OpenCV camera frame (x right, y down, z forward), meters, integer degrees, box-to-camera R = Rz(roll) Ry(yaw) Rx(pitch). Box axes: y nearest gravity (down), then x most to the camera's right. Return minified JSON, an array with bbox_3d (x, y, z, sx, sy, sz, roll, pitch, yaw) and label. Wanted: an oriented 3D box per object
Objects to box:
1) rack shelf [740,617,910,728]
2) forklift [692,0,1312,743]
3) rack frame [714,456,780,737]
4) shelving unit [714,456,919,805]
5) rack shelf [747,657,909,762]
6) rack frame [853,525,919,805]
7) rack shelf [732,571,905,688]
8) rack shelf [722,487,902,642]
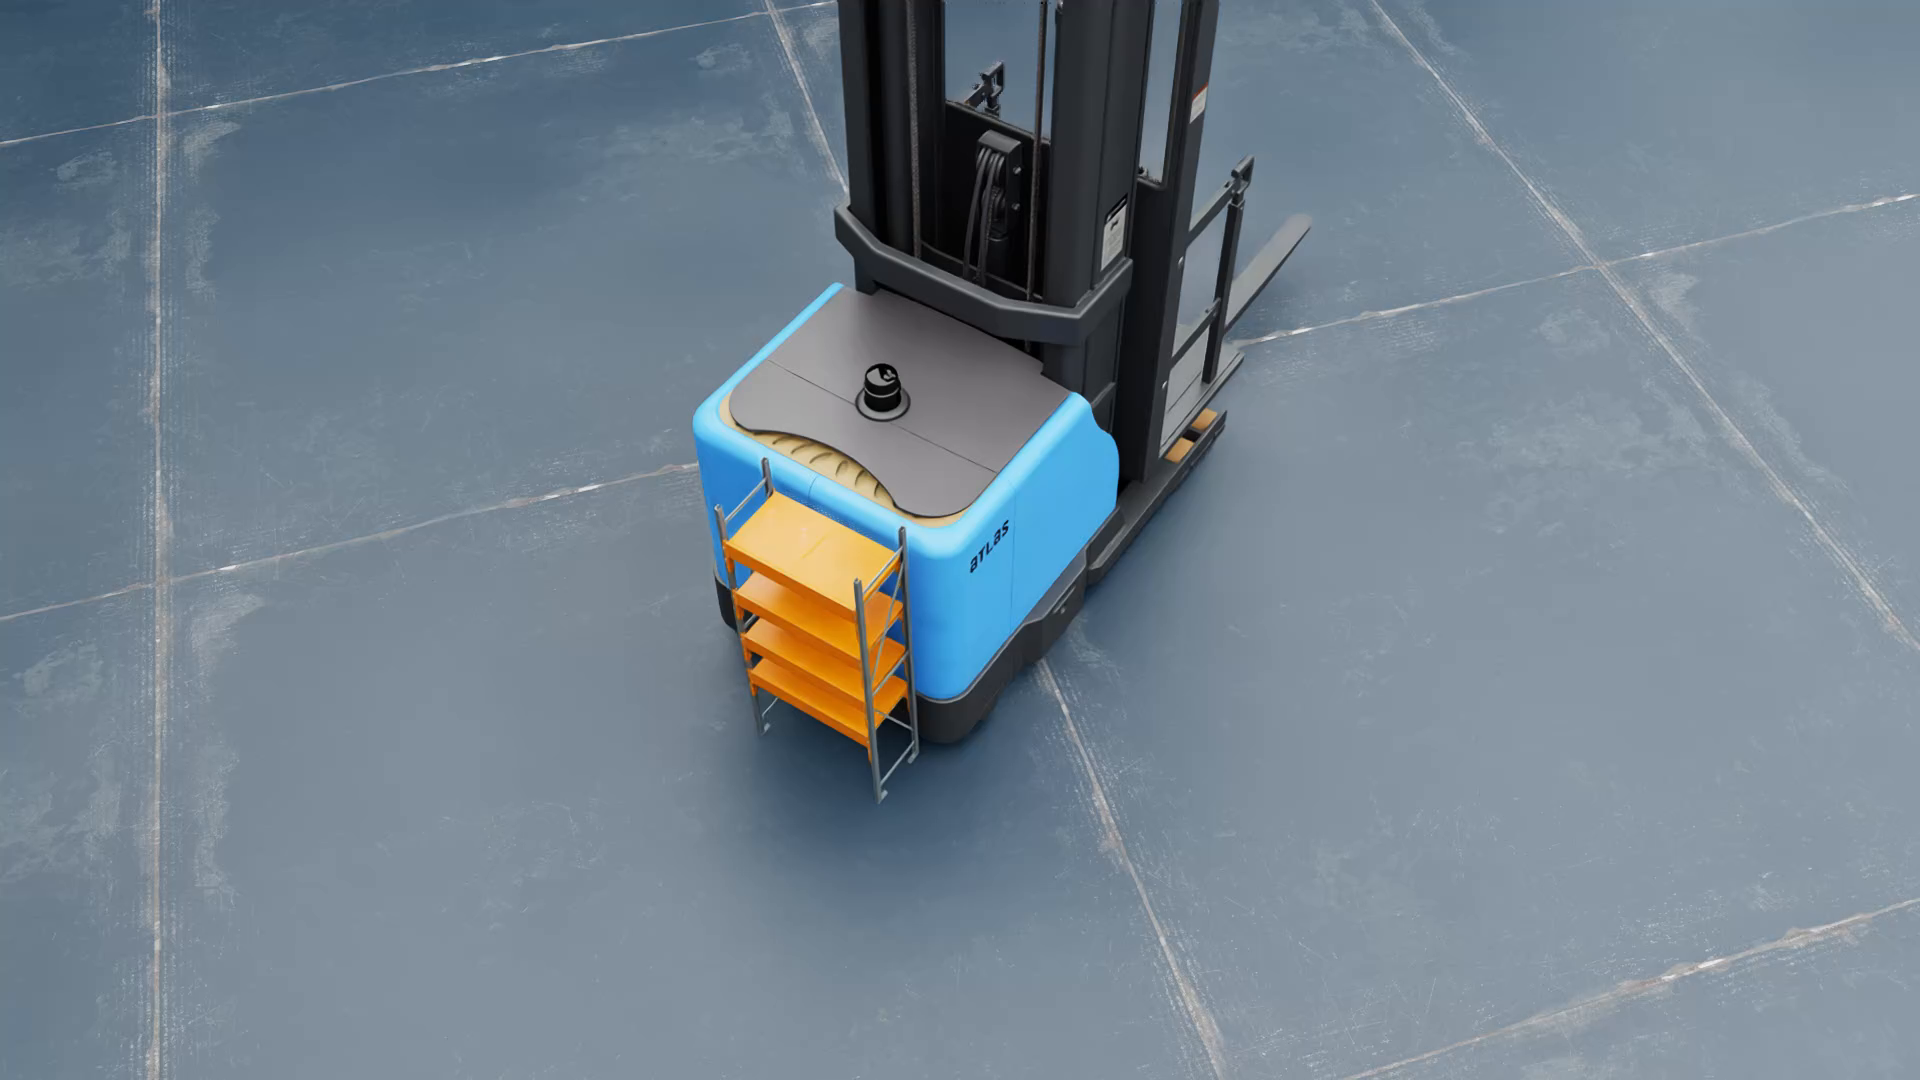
[{"bbox_3d":[-0.420,0.358,5.248,0.480,0.148,0.258,27,56,21],"label":"rack shelf"},{"bbox_3d":[0.386,-1.367,5.485,1.130,2.935,3.031,27,55,21],"label":"forklift"},{"bbox_3d":[-0.625,0.213,5.282,0.015,1.200,0.240,27,56,21],"label":"rack frame"},{"bbox_3d":[-0.421,0.315,5.196,0.503,1.200,0.258,27,56,21],"label":"shelving unit"},{"bbox_3d":[-0.418,0.483,5.402,0.480,0.148,0.258,27,56,21],"label":"rack shelf"},{"bbox_3d":[-0.217,0.417,5.110,0.015,1.200,0.240,27,56,21],"label":"rack frame"},{"bbox_3d":[-0.423,0.217,5.074,0.480,0.148,0.258,27,56,21],"label":"rack shelf"},{"bbox_3d":[-0.426,0.067,4.891,0.480,0.148,0.258,27,56,21],"label":"rack shelf"}]
